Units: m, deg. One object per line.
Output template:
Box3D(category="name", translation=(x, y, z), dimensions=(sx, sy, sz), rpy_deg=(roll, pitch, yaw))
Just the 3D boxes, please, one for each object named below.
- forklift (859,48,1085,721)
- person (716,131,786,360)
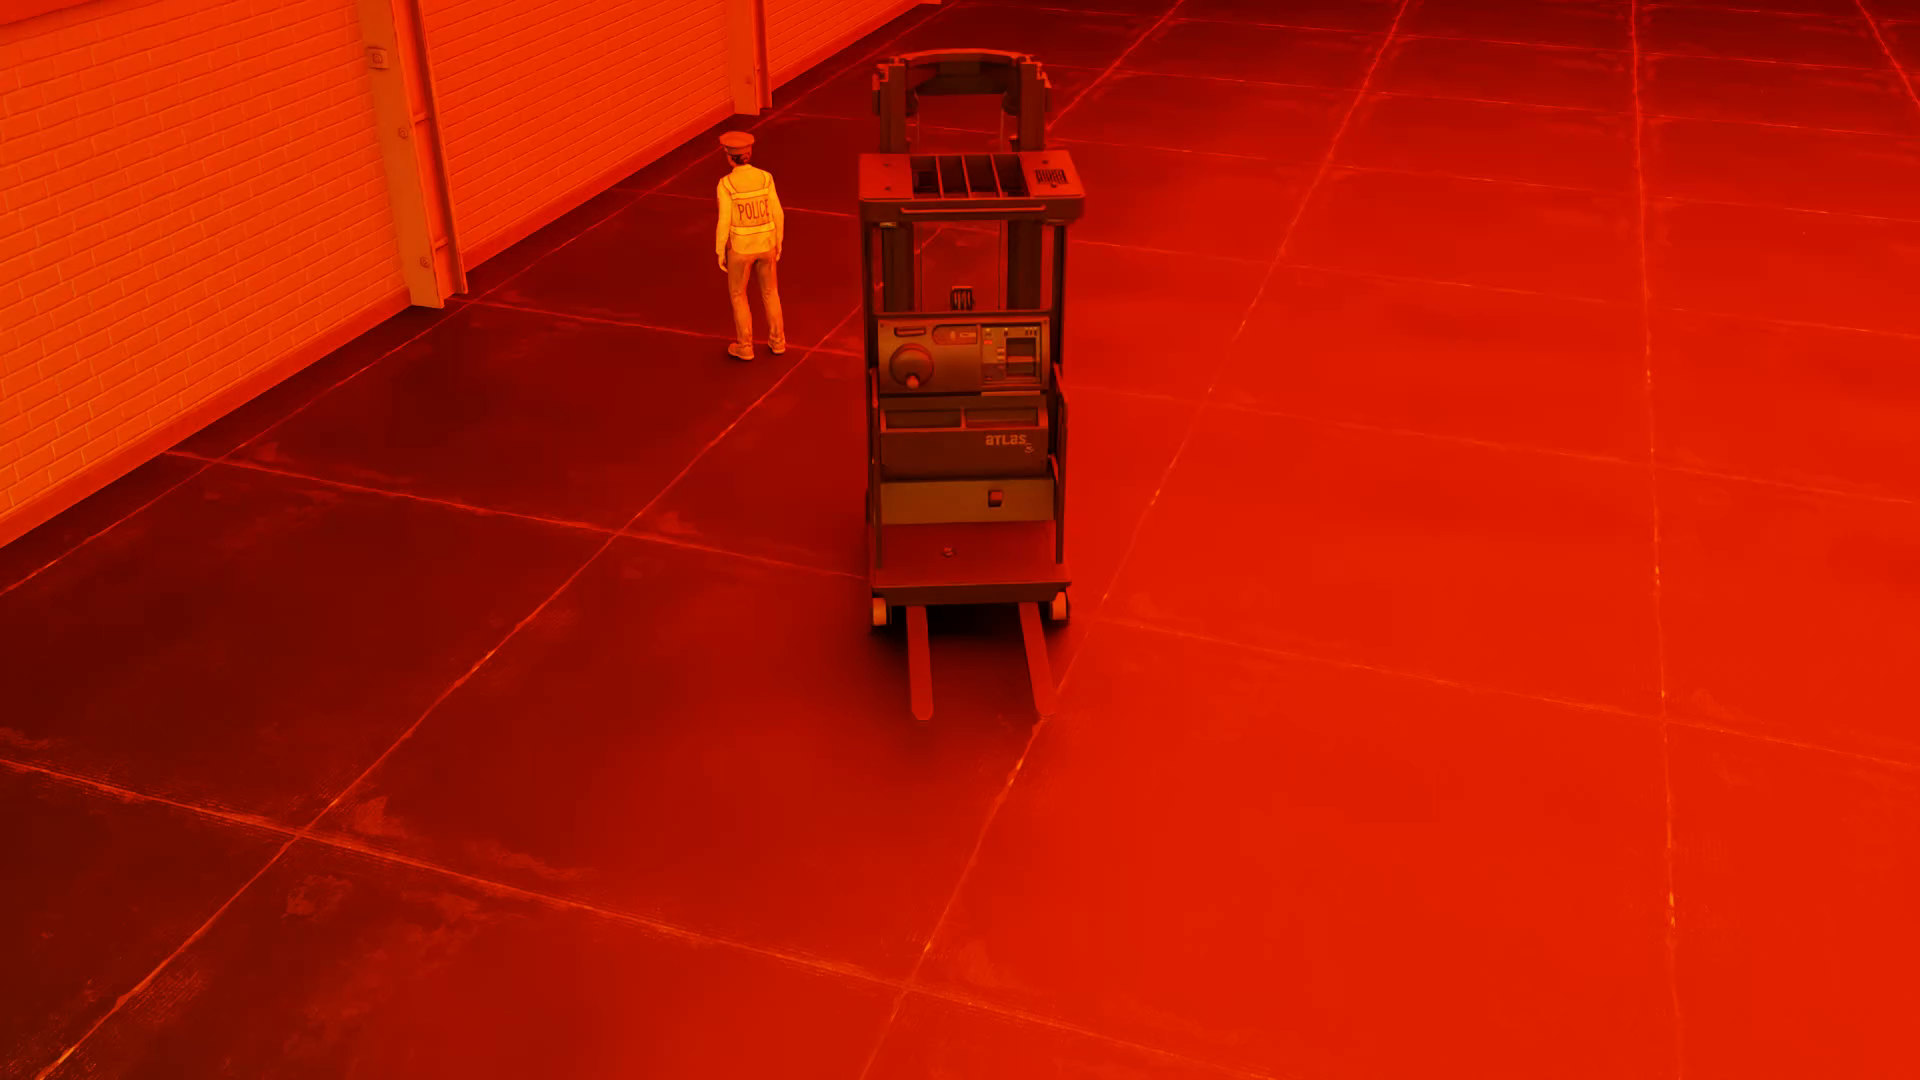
Box3D(category="forklift", translation=(0.036, -0.960, 8.821), dimensions=(1.130, 2.935, 3.031), rpy_deg=(-2, 30, -3))
Box3D(category="person", translation=(-1.538, -2.129, 12.156), dimensions=(0.528, 1.662, 0.375), rpy_deg=(-15, 33, -25))
